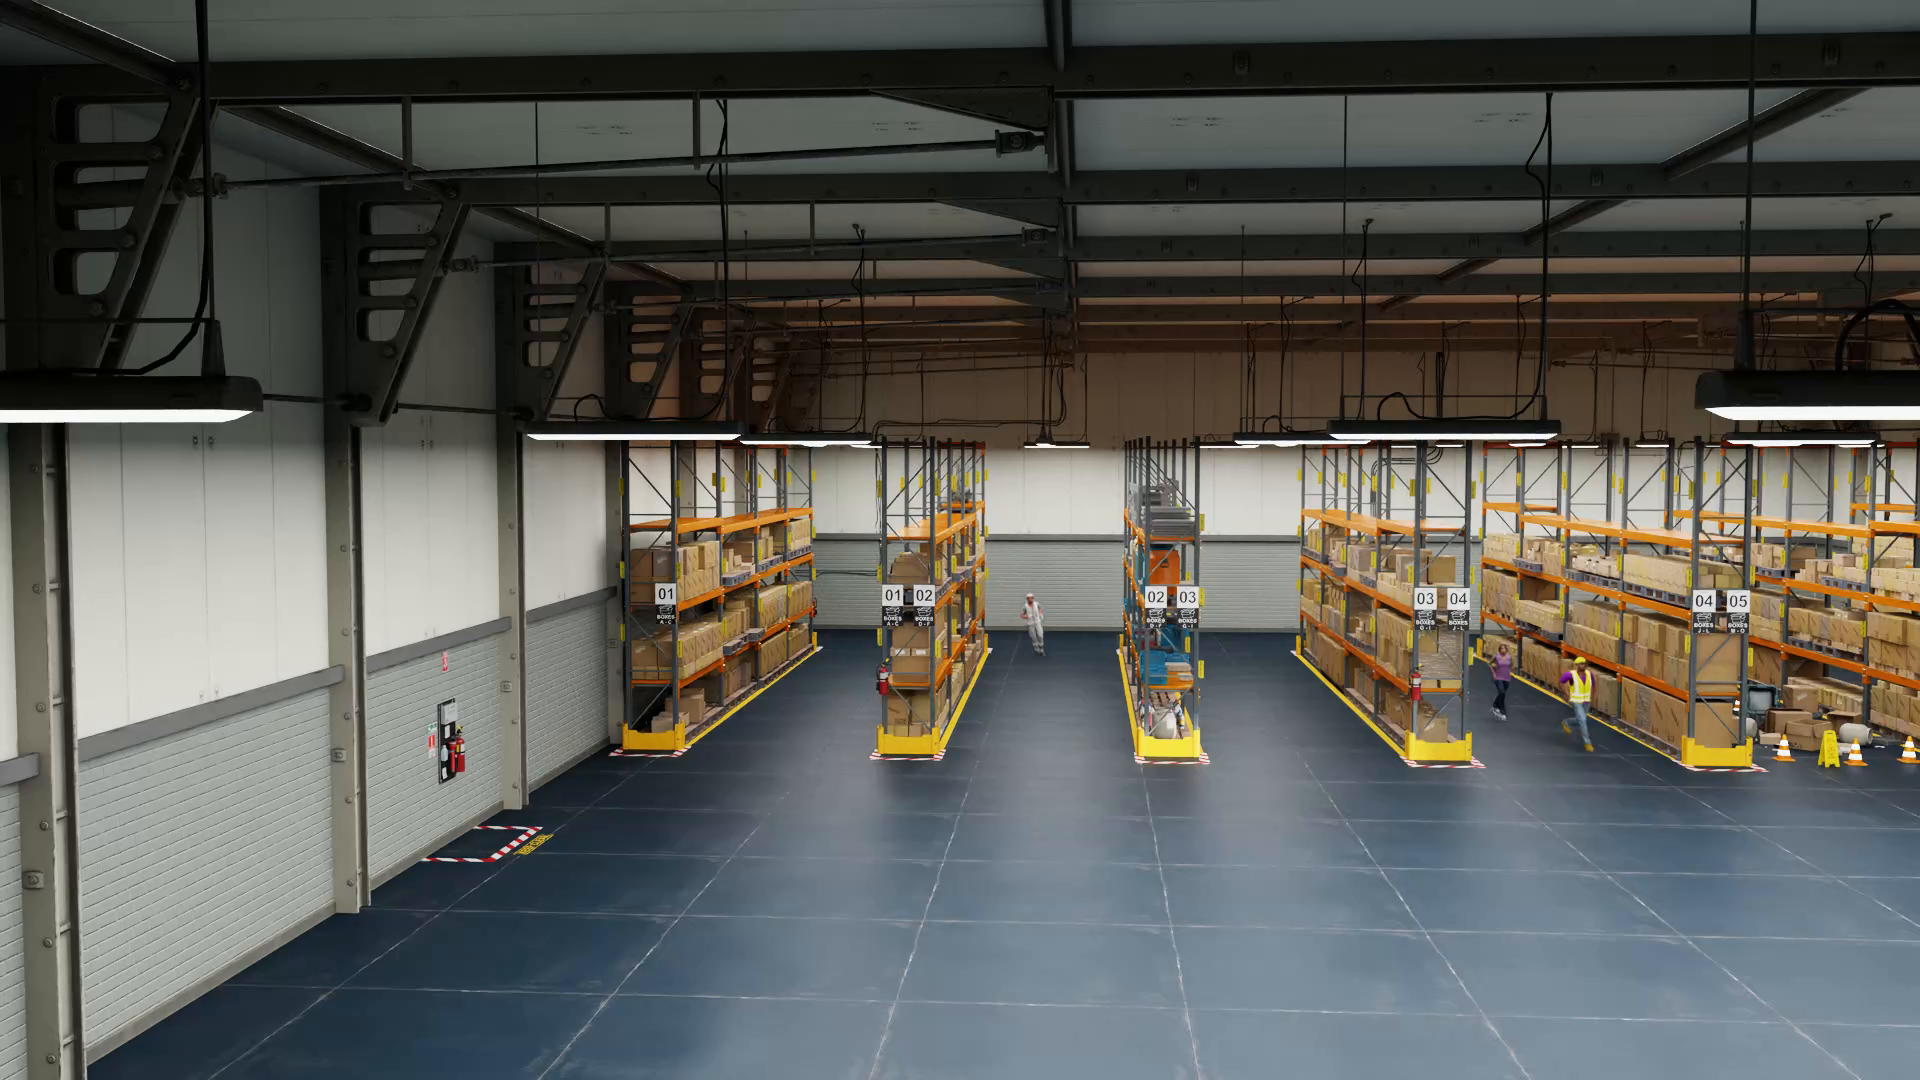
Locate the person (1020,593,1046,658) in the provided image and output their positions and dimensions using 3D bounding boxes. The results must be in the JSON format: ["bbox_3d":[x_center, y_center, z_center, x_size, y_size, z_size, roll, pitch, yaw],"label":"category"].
[{"bbox_3d":[2.020,2.382,46.366,0.709,1.826,0.707,0,3,-7],"label":"person"}]

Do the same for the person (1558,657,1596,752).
[{"bbox_3d":[11.997,3.135,32.179,0.667,1.764,1.141,-1,3,-17],"label":"person"}]

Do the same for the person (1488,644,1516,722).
[{"bbox_3d":[11.604,3.024,35.570,0.514,1.642,0.743,0,3,-5],"label":"person"}]
